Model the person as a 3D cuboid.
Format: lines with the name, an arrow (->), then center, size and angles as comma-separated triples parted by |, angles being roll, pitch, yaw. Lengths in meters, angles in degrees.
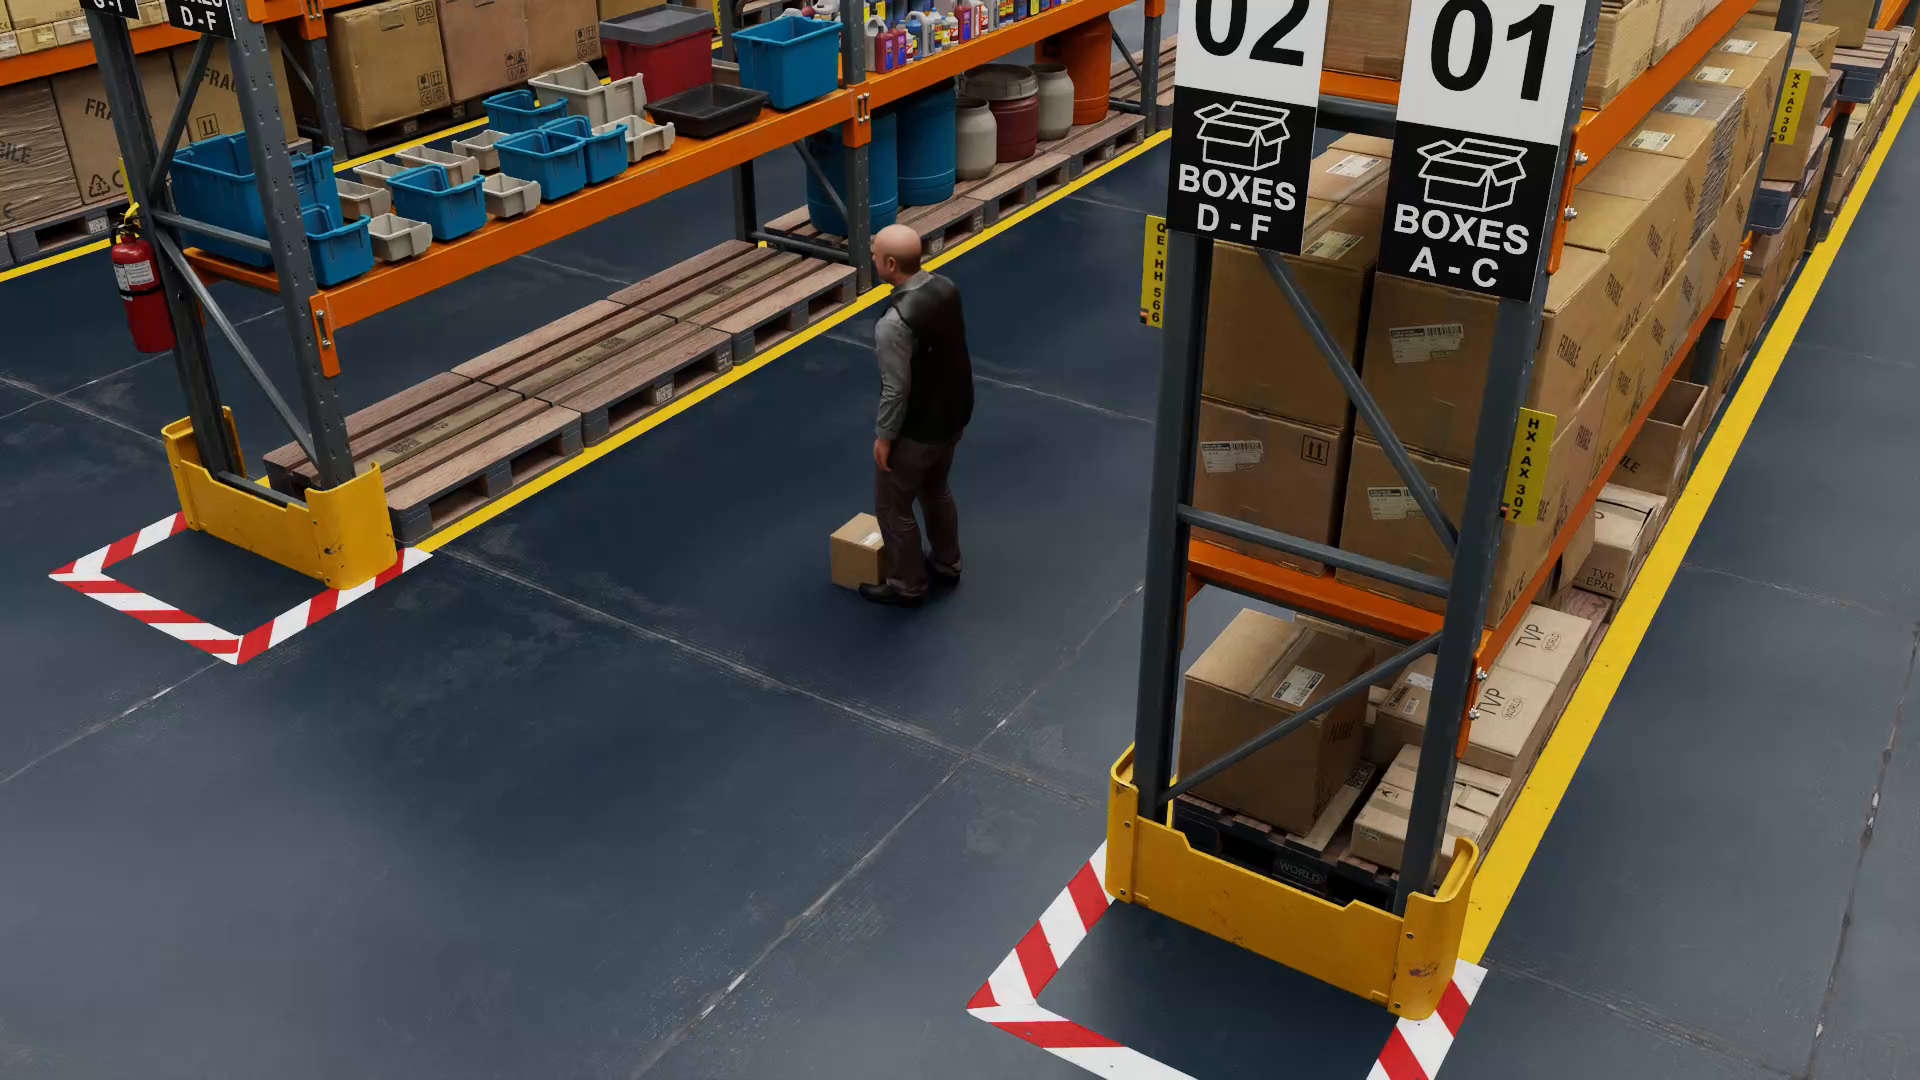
person -> -0.191, -0.500, 7.012 | 0.475, 1.720, 0.586 | 16, 34, 25
